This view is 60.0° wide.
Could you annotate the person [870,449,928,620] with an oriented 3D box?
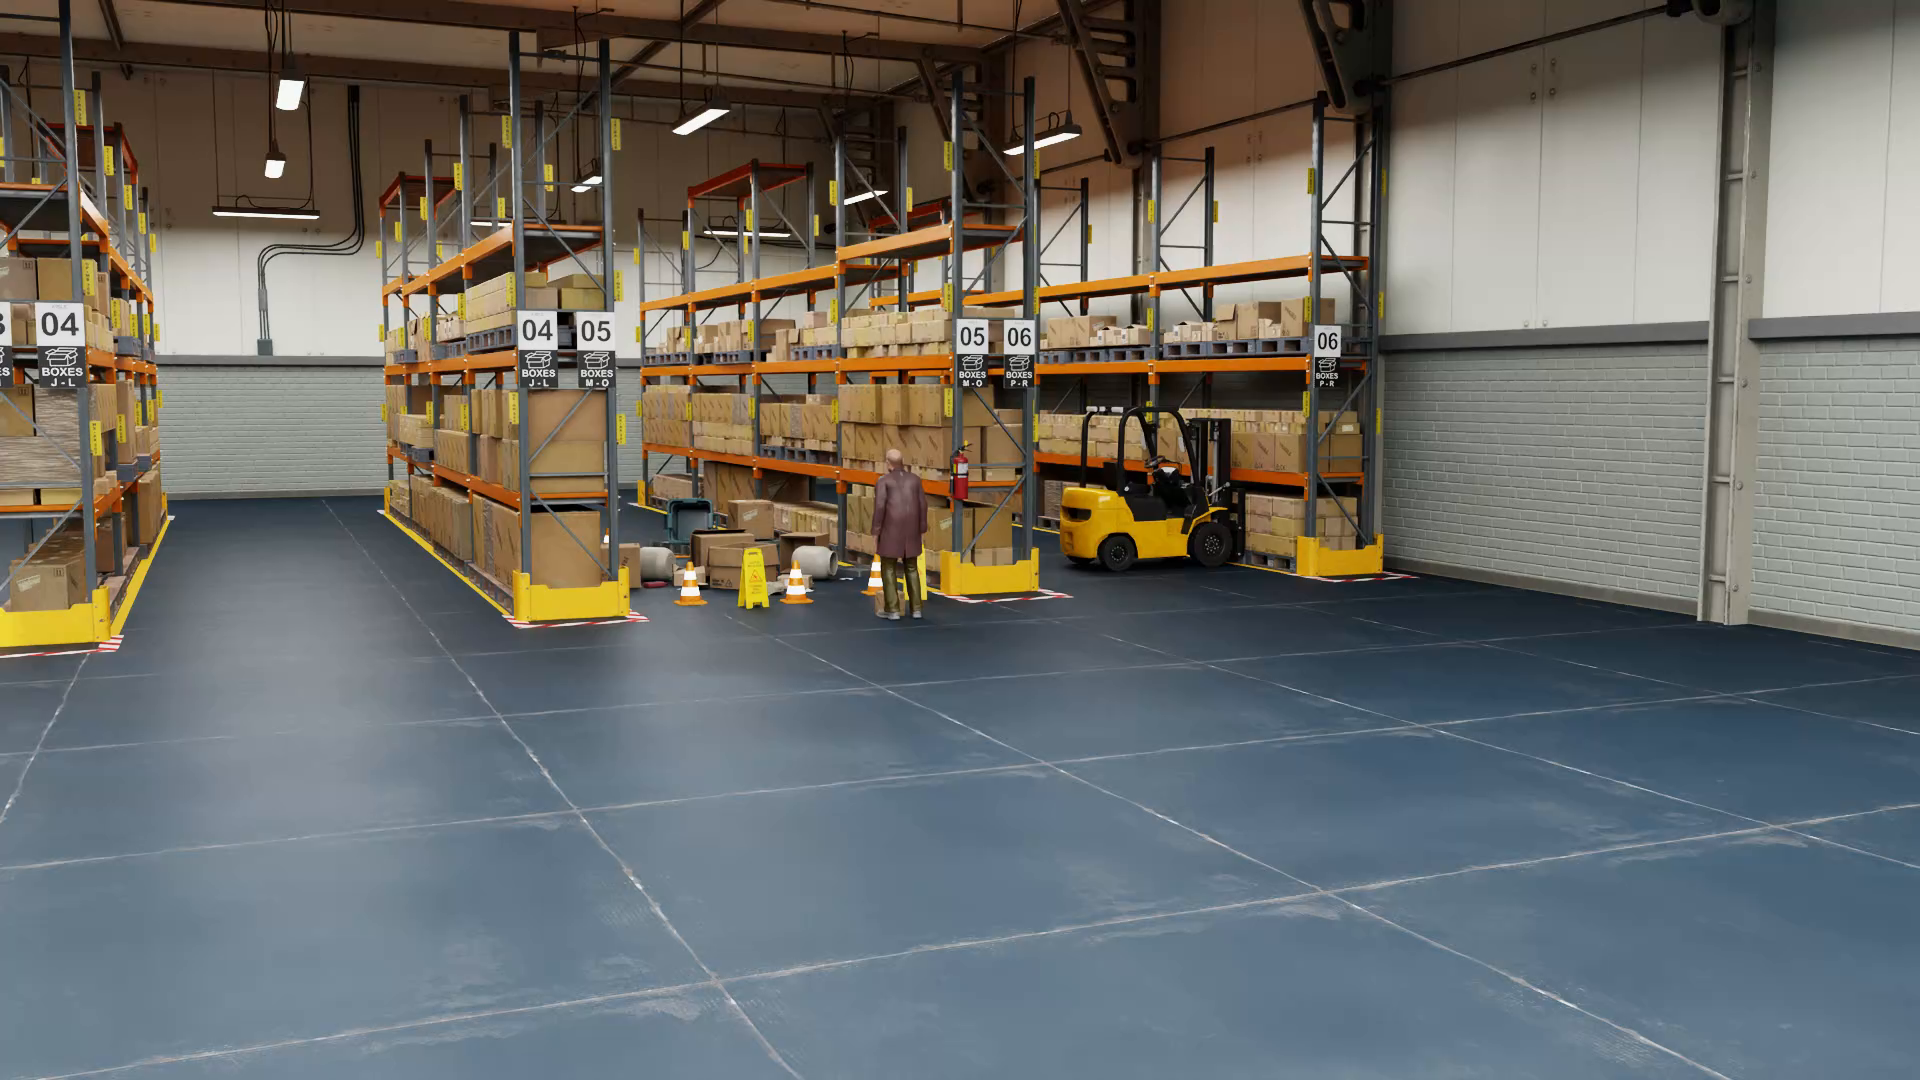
[{"bbox_3d":[-0.643,-0.063,17.391,0.644,1.772,0.429,-3,6,-27],"label":"person"}]
